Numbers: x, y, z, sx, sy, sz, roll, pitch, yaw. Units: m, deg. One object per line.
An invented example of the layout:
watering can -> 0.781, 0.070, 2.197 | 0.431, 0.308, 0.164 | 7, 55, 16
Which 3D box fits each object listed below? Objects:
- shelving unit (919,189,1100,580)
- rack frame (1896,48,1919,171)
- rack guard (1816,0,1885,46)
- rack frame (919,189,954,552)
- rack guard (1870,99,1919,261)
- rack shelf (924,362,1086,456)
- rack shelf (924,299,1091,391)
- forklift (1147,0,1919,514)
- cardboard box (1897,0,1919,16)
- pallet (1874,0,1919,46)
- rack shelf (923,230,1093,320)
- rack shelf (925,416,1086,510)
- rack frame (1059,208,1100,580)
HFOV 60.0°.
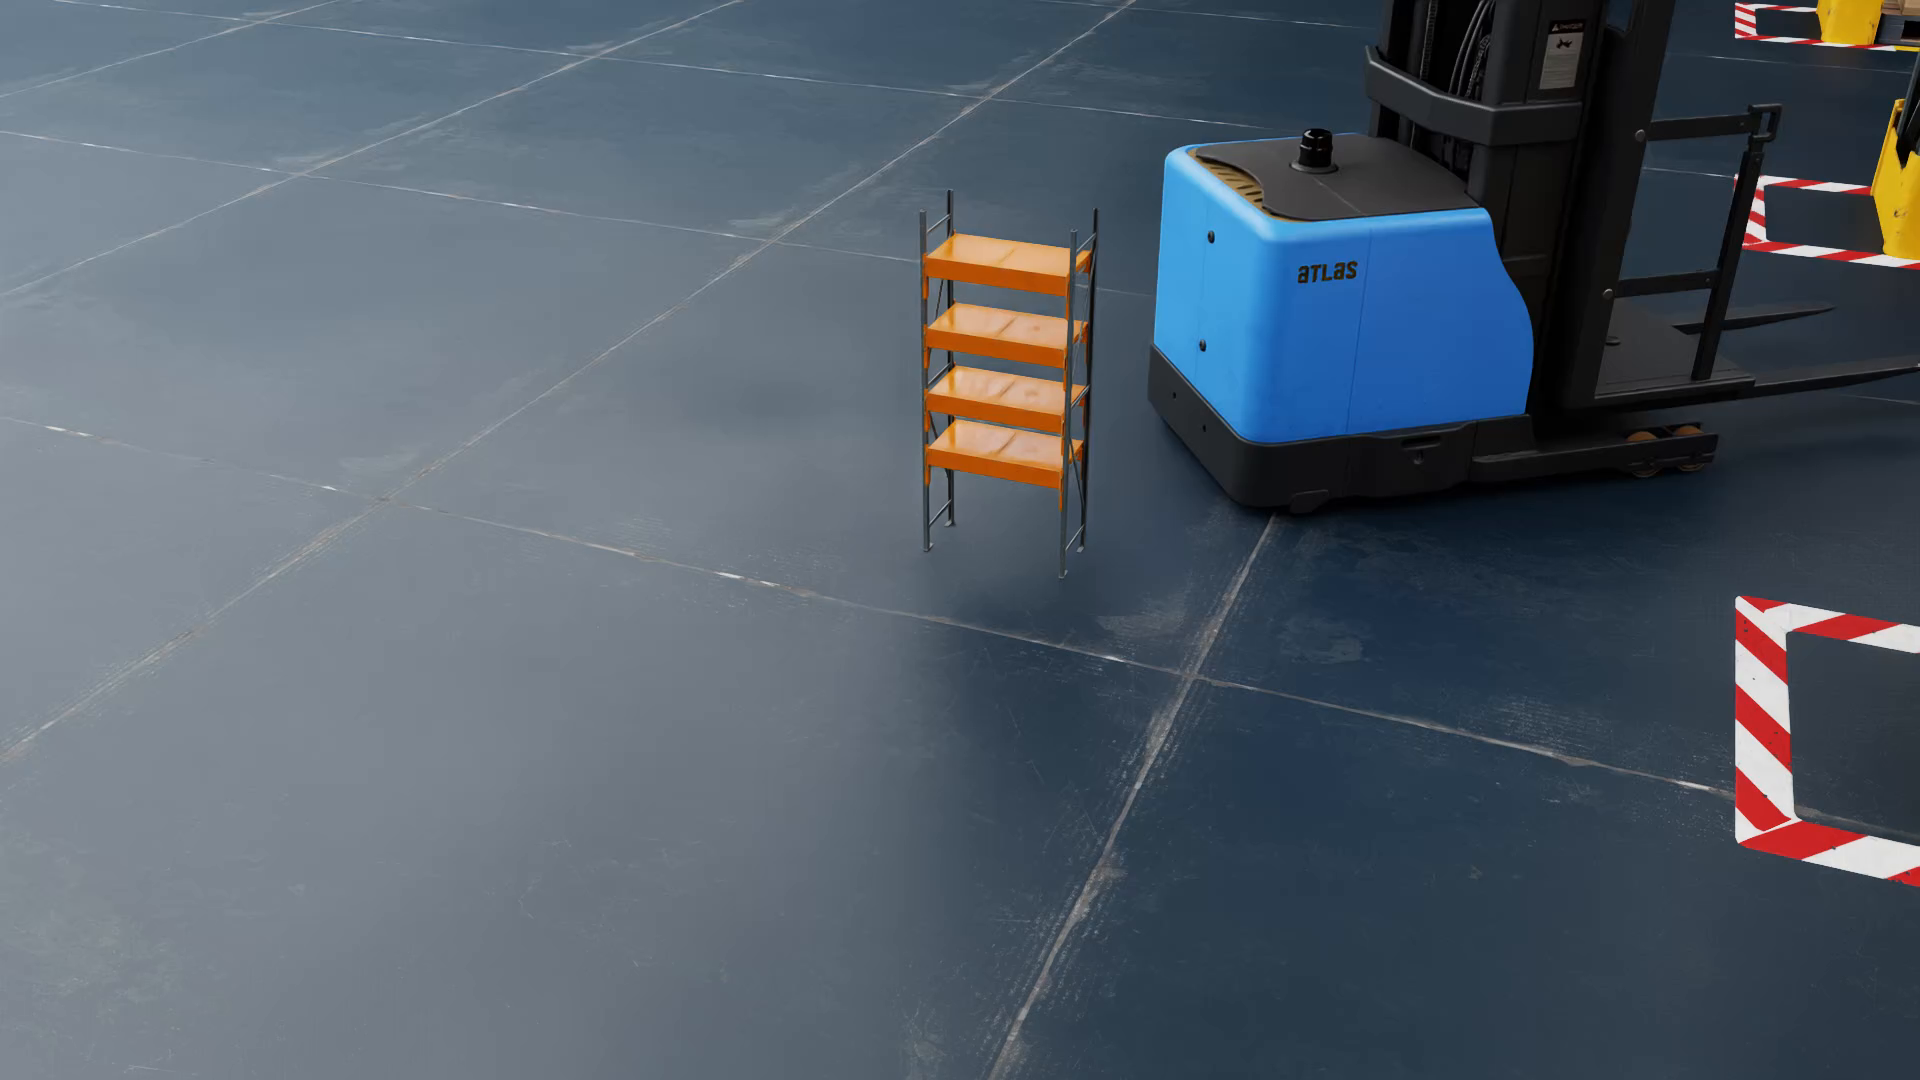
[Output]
shelving unit -> 0.153, -0.492, 5.401 | 0.503, 1.200, 0.258 | 11, 31, 19
rack frame -> 4.871, -2.938, 7.899 | 0.127, 3.000, 1.000 | 11, 31, 19
rack guard -> 6.715, -4.112, 12.516 | 0.348, 0.500, 1.175 | 11, 31, 19
rack frame -> -0.073, -0.537, 5.480 | 0.015, 1.200, 0.240 | 11, 31, 19
rack guard -> 4.959, -1.857, 8.527 | 0.348, 0.500, 1.175 | 11, 31, 19
rack shelf -> 0.153, -0.433, 5.434 | 0.480, 0.148, 0.258 | 11, 31, 19
rack shelf -> 0.153, -0.628, 5.324 | 0.480, 0.148, 0.258 | 11, 31, 19
forklift -> 2.316, -1.751, 5.870 | 3.031, 2.935, 1.130 | -7, 30, -13
cardboard box -> 7.150, -3.981, 12.112 | 0.500, 0.250, 0.500 | 11, 31, 19
pallet -> 7.461, -3.859, 12.363 | 1.213, 0.211, 1.003 | 11, 31, 19
rack shelf -> 0.153, -0.834, 5.207 | 0.480, 0.148, 0.258 | 11, 31, 19
rack shelf -> 0.153, -0.260, 5.531 | 0.480, 0.148, 0.258 | 11, 31, 19
rack frame -> 0.380, -0.447, 5.321 | 0.015, 1.200, 0.240 | 11, 31, 19
